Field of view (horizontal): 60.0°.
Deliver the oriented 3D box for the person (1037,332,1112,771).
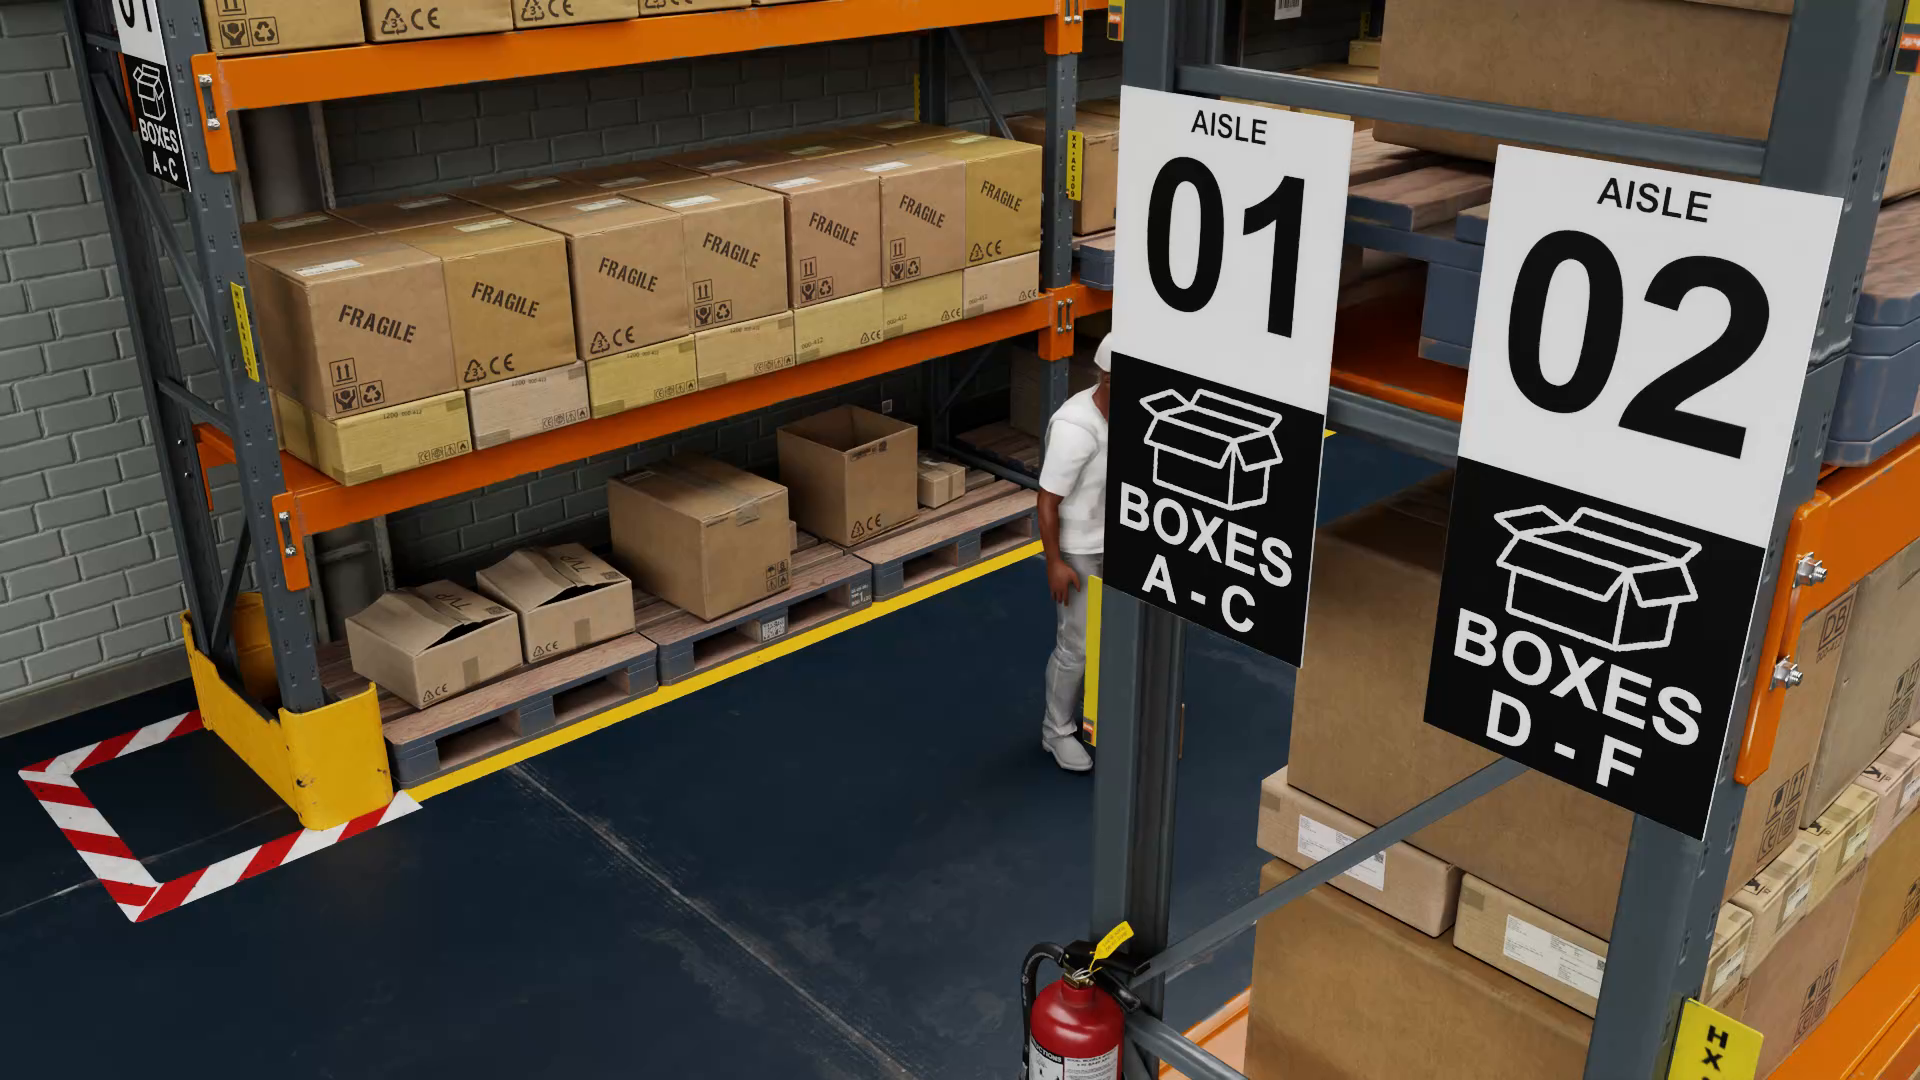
[{"bbox_3d":[0.561,0.020,6.536,0.626,1.761,0.459,-21,32,-39],"label":"person"}]
